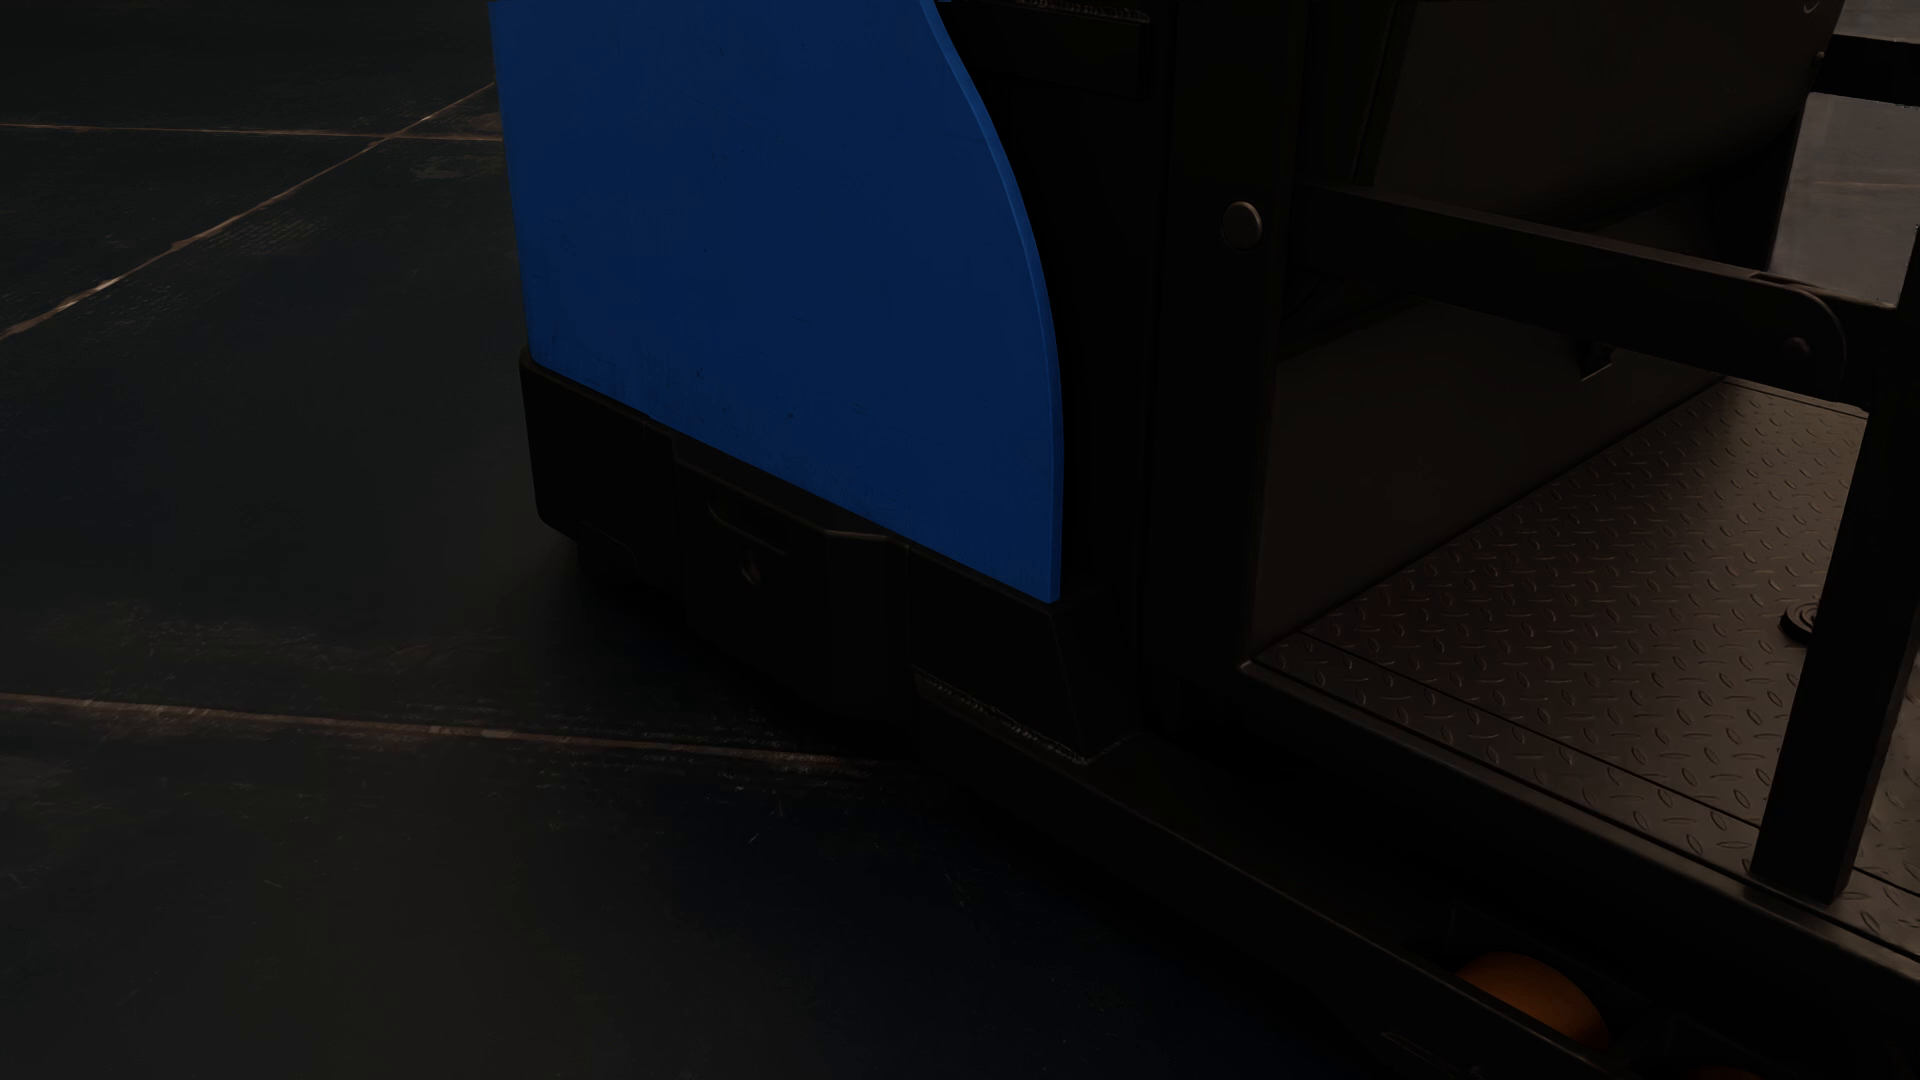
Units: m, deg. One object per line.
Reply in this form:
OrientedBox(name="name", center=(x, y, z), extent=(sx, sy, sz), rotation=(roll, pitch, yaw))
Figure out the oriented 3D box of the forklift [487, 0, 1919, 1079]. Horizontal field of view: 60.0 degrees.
OrientedBox(name="forklift", center=(0.772, -0.982, 1.186), extent=(1.130, 2.935, 3.031), rotation=(-24, 35, -39))
